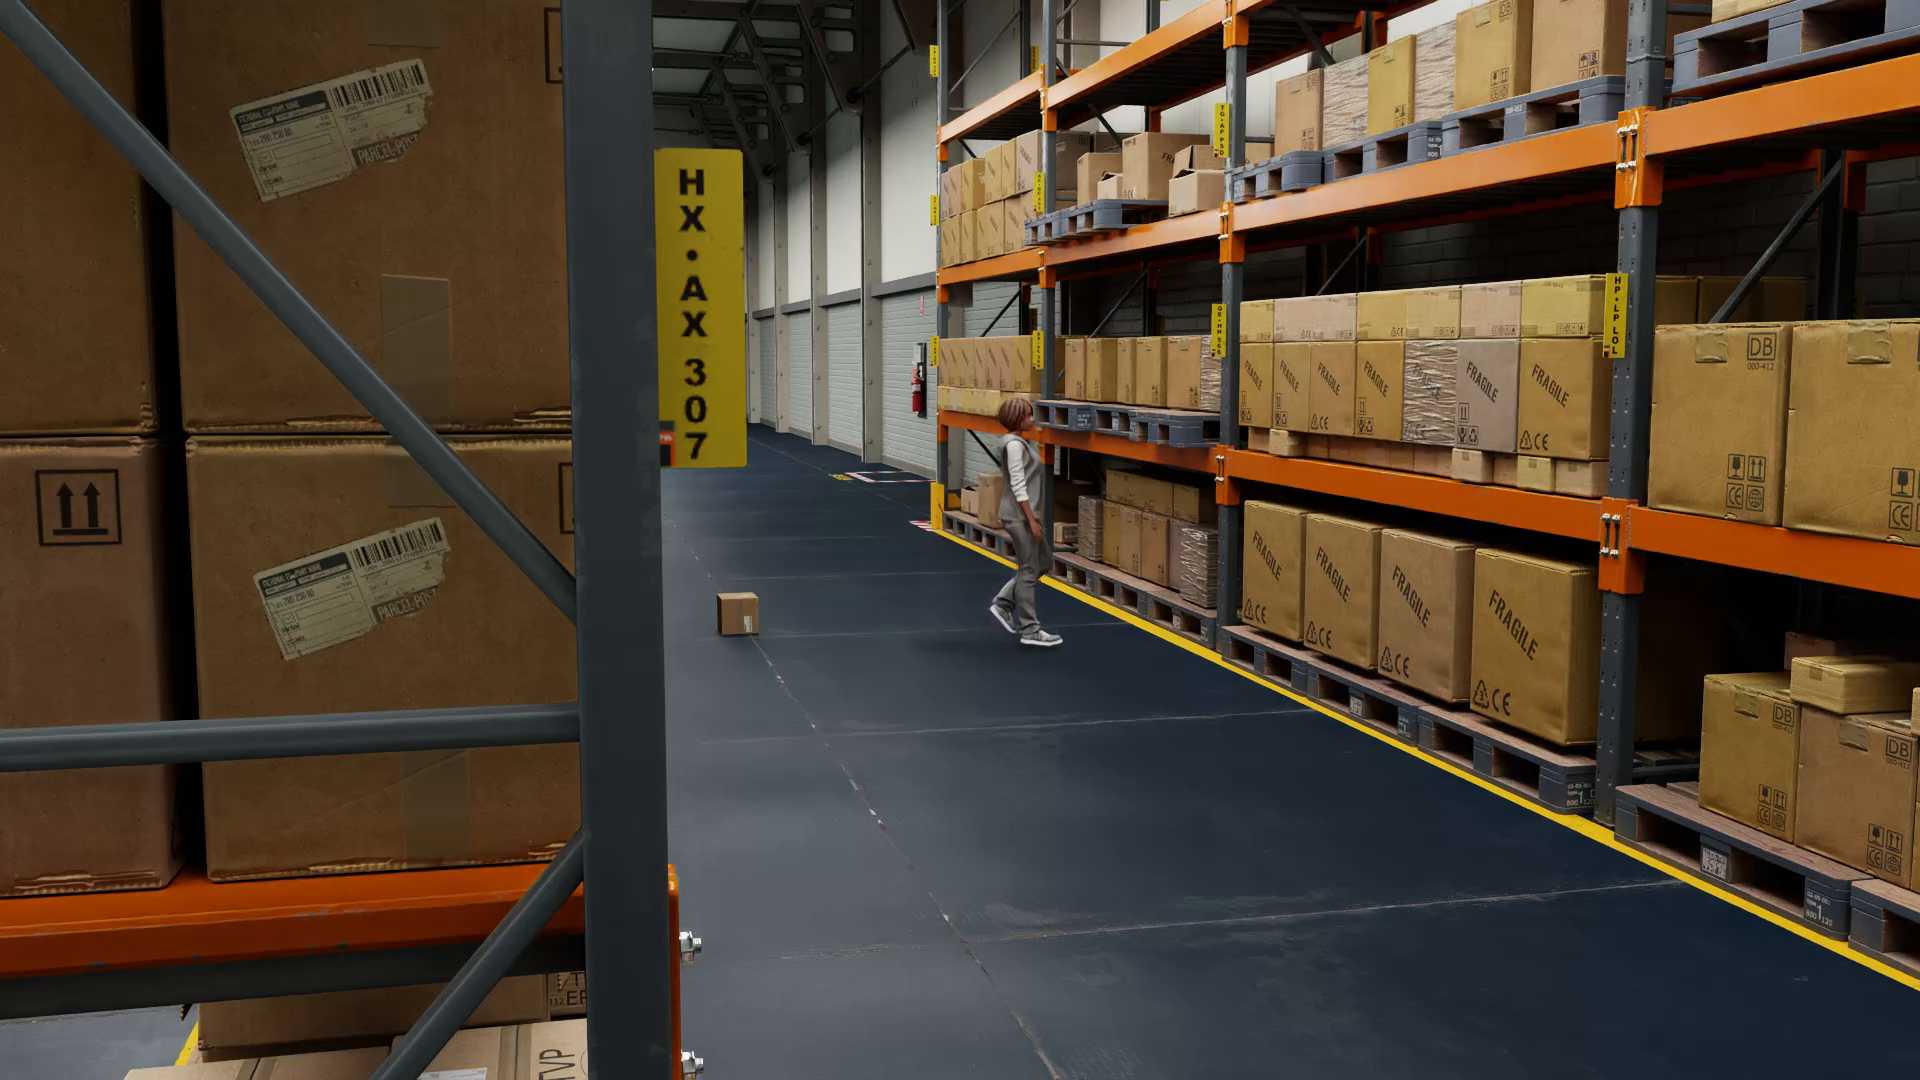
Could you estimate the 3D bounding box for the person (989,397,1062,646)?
[{"bbox_3d":[0.427,-0.120,10.745,0.475,1.602,0.452,0,6,1],"label":"person"}]
